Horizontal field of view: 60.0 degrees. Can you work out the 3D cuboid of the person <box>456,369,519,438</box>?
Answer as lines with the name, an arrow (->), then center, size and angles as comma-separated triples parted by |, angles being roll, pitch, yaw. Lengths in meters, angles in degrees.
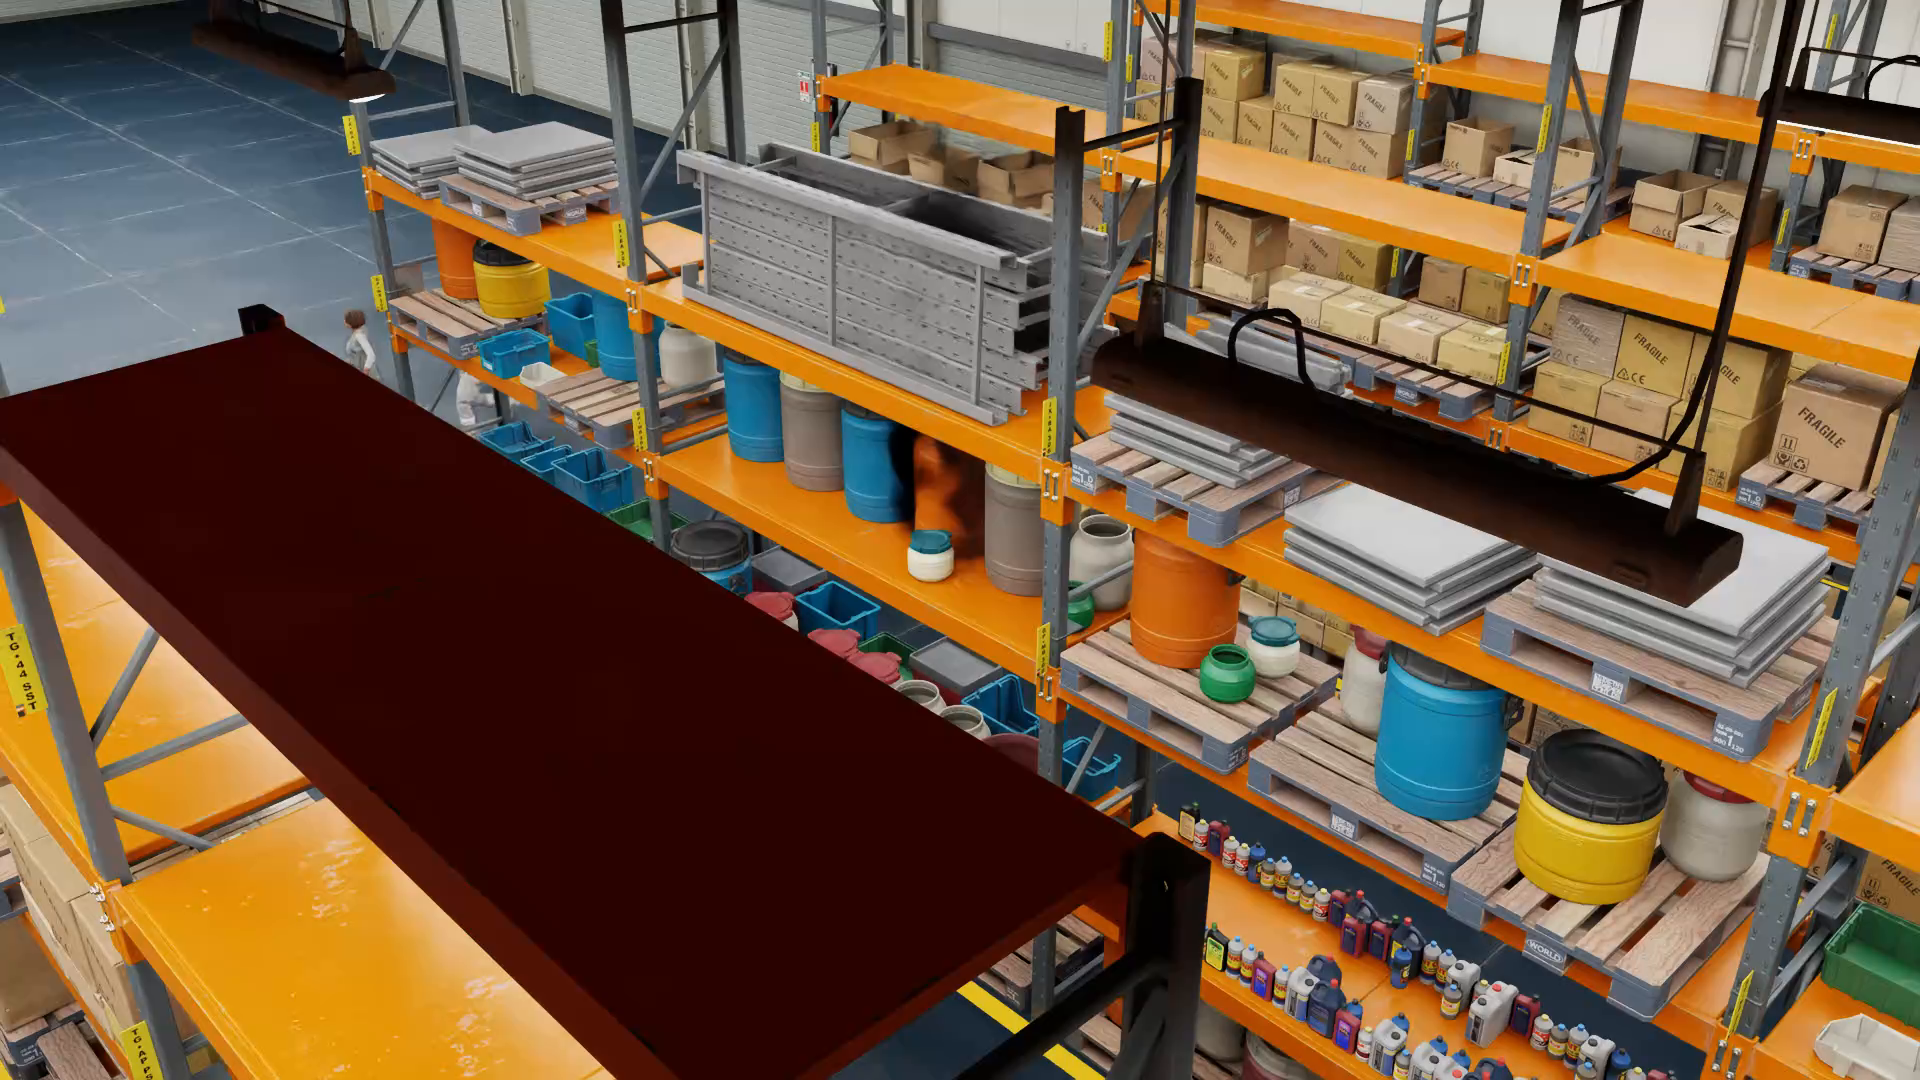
person -> -5.400, -1.911, 18.566 | 0.869, 1.772, 0.657 | -14, 31, -24

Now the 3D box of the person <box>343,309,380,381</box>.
person -> -6.679, -1.844, 18.652 | 0.567, 1.557, 0.584 | -7, 29, -14
